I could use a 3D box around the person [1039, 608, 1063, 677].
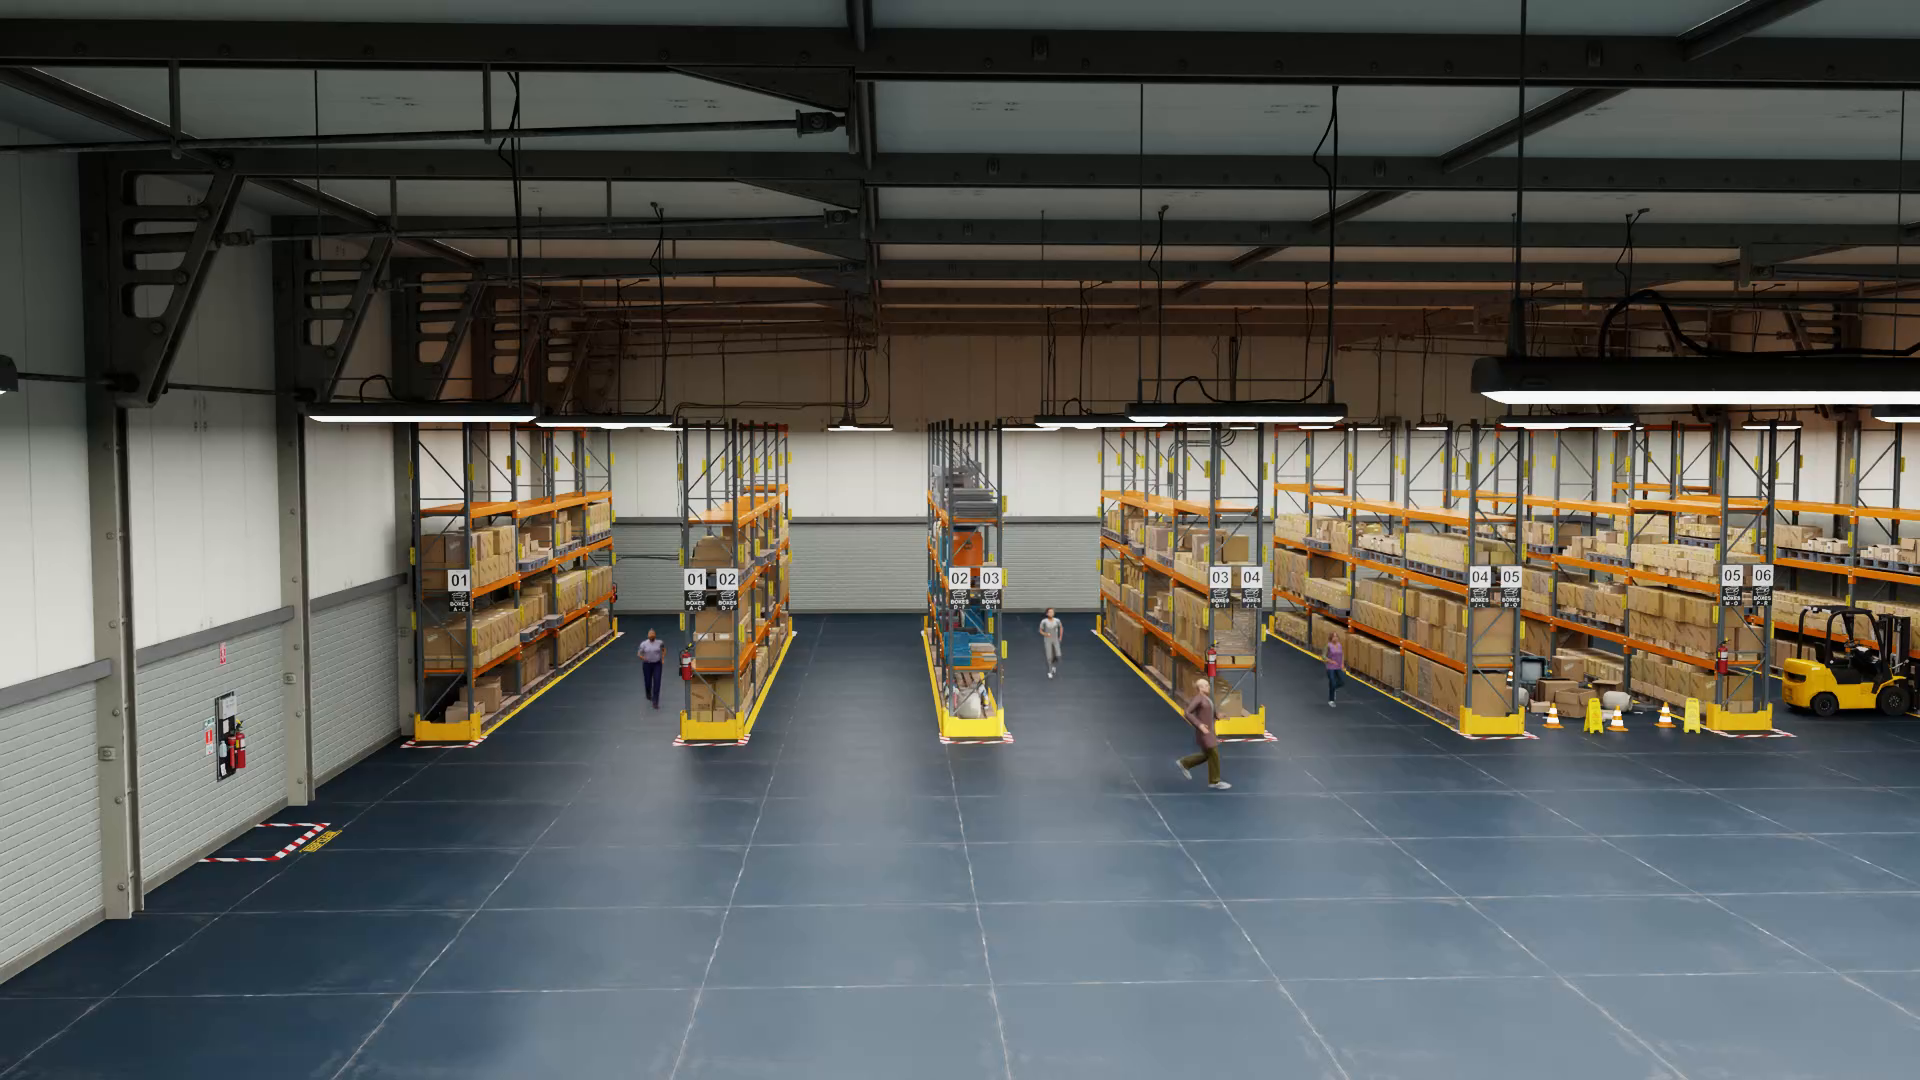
[{"bbox_3d":[2.150,2.404,39.010,0.611,1.639,0.541,-1,4,-11],"label":"person"}]

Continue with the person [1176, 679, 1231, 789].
[{"bbox_3d":[3.928,3.120,26.878,0.964,1.751,0.720,2,4,27],"label":"person"}]

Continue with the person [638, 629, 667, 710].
[{"bbox_3d":[-6.444,2.685,34.841,0.609,1.627,0.891,-1,4,-13],"label":"person"}]

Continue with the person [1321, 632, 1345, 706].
[{"bbox_3d":[7.863,2.711,34.927,0.580,1.565,0.556,-1,4,-18],"label":"person"}]
